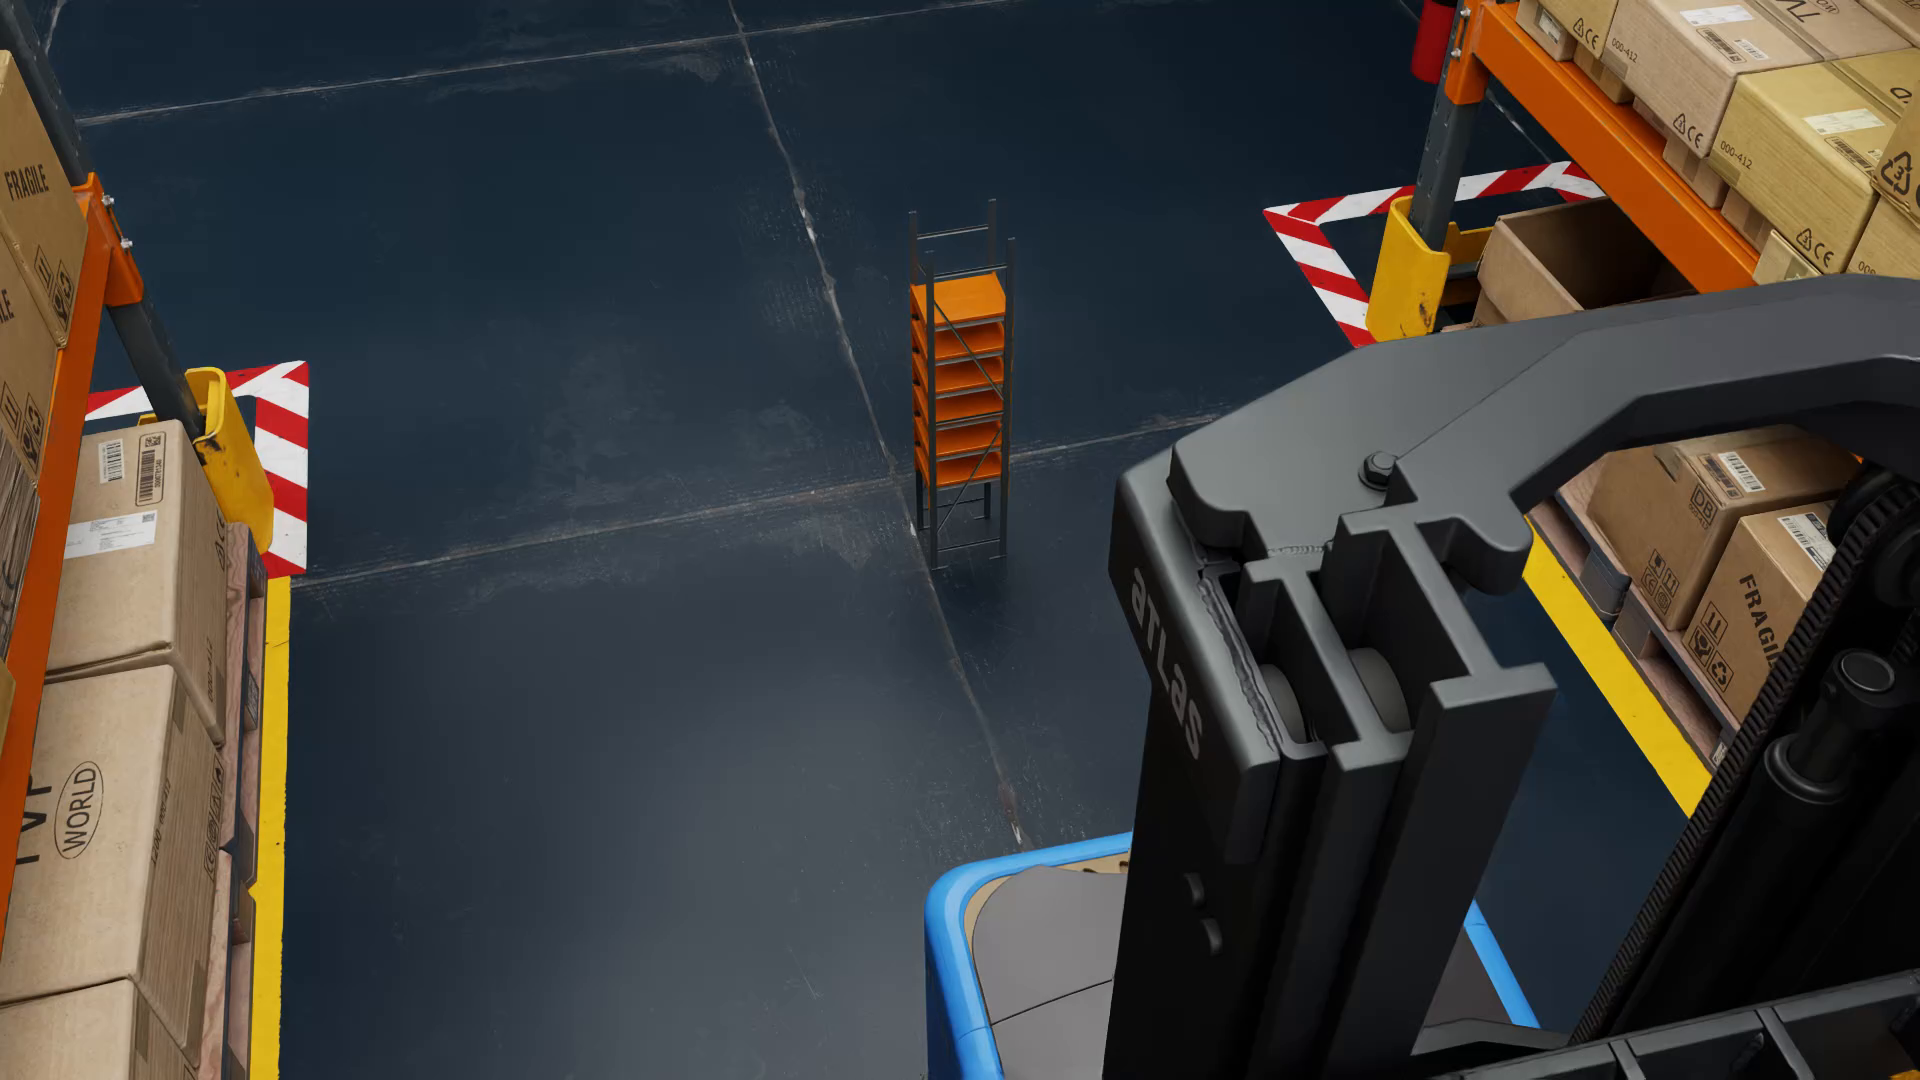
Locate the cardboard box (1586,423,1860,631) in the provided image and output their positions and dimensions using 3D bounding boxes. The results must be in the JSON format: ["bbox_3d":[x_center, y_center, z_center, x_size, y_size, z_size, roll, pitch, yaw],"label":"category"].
[{"bbox_3d":[2.287,-0.141,4.744,0.700,0.500,0.500,-9,46,-9],"label":"cardboard box"}]

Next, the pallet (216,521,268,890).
[{"bbox_3d":[-2.476,0.518,4.594,1.003,0.211,1.213,-11,47,-10],"label":"pallet"}]

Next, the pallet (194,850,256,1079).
[{"bbox_3d":[-2.168,1.359,3.771,1.003,0.211,1.213,-11,47,-10],"label":"pallet"}]

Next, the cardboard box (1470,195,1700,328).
[{"bbox_3d":[2.106,-0.739,5.328,0.797,0.503,0.637,-12,47,-12],"label":"cardboard box"}]

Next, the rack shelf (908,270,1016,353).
[{"bbox_3d":[0.004,-0.631,4.586,0.258,0.103,0.180,-11,47,-10],"label":"rack shelf"}]

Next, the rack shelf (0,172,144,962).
[{"bbox_3d":[-2.245,0.637,3.029,1.077,0.370,4.000,-11,47,-10],"label":"rack shelf"}]

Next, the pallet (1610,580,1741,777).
[{"bbox_3d":[2.574,0.514,4.599,1.003,0.211,1.213,-11,47,-10],"label":"pallet"}]

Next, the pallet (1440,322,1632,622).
[{"bbox_3d":[2.265,-0.327,5.423,1.003,0.211,1.213,-11,47,-10],"label":"pallet"}]

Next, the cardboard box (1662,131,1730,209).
[{"bbox_3d":[2.076,-1.013,4.318,0.380,0.149,0.250,-9,46,-9],"label":"cardboard box"}]

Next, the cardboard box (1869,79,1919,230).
[{"bbox_3d":[2.281,-0.822,3.327,0.500,0.500,0.500,-10,46,-9],"label":"cardboard box"}]

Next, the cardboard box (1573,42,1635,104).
[{"bbox_3d":[1.969,-1.374,4.672,0.380,0.149,0.250,-10,46,-9],"label":"cardboard box"}]

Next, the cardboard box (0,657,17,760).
[{"bbox_3d":[-1.977,0.311,2.775,0.500,0.500,0.500,-9,46,-9],"label":"cardboard box"}]

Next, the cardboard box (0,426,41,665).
[{"bbox_3d":[-2.122,-0.043,3.122,0.500,0.500,0.500,-9,46,-9],"label":"cardboard box"}]

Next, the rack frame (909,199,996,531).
[{"bbox_3d":[-0.020,-0.473,4.874,0.240,1.200,0.006,-11,47,-10],"label":"rack frame"}]

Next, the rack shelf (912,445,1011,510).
[{"bbox_3d":[0.004,-0.211,5.015,0.258,0.103,0.180,-11,47,-10],"label":"rack shelf"}]

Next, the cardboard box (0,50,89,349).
[{"bbox_3d":[-2.377,-0.746,3.811,0.500,0.500,0.500,-10,47,-10],"label":"cardboard box"}]

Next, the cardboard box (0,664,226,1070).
[{"bbox_3d":[-2.249,0.822,3.844,0.875,0.438,0.875,-10,46,-9],"label":"cardboard box"}]

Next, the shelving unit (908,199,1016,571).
[{"bbox_3d":[0.004,-0.410,4.812,0.258,1.200,0.189,-11,47,-10],"label":"shelving unit"}]

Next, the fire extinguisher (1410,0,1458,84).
[{"bbox_3d":[1.556,-1.765,5.195,0.296,0.674,0.183,-11,47,-10],"label":"fire extinguisher"}]

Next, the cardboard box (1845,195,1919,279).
[{"bbox_3d":[2.310,-0.548,3.584,0.500,0.250,0.500,-12,47,-11],"label":"cardboard box"}]

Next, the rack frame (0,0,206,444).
[{"bbox_3d":[-2.757,-0.996,4.125,1.000,3.000,0.127,-11,47,-10],"label":"rack frame"}]

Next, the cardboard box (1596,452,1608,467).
[{"bbox_3d":[2.177,-0.315,5.160,0.380,0.149,0.250,-12,47,-12],"label":"cardboard box"}]

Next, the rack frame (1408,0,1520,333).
[{"bbox_3d":[2.041,-1.906,5.017,1.000,3.000,0.127,-11,47,-10],"label":"rack frame"}]

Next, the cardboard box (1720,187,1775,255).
[{"bbox_3d":[2.149,-0.830,4.140,0.380,0.149,0.250,-10,46,-10],"label":"cardboard box"}]

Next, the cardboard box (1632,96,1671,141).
[{"bbox_3d":[2.070,-1.198,4.500,0.380,0.149,0.250,-11,47,-11],"label":"cardboard box"}]

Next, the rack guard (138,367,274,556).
[{"bbox_3d":[-2.763,-0.137,5.034,1.175,0.500,0.348,-11,47,-10],"label":"rack guard"}]

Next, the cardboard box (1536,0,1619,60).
[{"bbox_3d":[1.896,-1.595,4.609,0.500,0.250,0.500,-10,47,-10],"label":"cardboard box"}]

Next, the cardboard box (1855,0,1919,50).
[{"bbox_3d":[2.546,-1.332,4.352,0.500,0.250,0.500,-11,47,-10],"label":"cardboard box"}]

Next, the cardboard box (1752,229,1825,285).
[{"bbox_3d":[2.141,-0.642,3.955,0.380,0.149,0.250,-12,47,-11],"label":"cardboard box"}]

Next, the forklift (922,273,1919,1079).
[{"bbox_3d":[0.743,1.303,1.921,1.130,2.935,3.031,-9,46,-9],"label":"forklift"}]

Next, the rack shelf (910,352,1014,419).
[{"bbox_3d":[0.004,-0.463,4.758,0.258,0.103,0.180,-11,47,-10],"label":"rack shelf"}]

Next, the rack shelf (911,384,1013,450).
[{"bbox_3d":[0.004,-0.379,4.843,0.258,0.103,0.180,-11,47,-10],"label":"rack shelf"}]

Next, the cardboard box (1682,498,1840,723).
[{"bbox_3d":[2.326,0.242,4.368,0.500,0.500,0.500,-10,46,-10],"label":"cardboard box"}]

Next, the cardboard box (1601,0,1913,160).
[{"bbox_3d":[2.026,-1.247,4.268,0.500,0.250,0.500,-10,46,-10],"label":"cardboard box"}]

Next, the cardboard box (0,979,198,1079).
[{"bbox_3d":[-2.019,1.445,3.234,0.875,0.438,0.875,-12,47,-11],"label":"cardboard box"}]

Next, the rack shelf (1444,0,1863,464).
[{"bbox_3d":[2.553,-0.273,3.921,1.077,0.370,4.000,-11,47,-10],"label":"rack shelf"}]

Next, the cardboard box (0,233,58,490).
[{"bbox_3d":[-2.263,-0.397,3.469,0.500,0.500,0.500,-12,47,-11],"label":"cardboard box"}]

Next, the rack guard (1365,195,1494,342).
[{"bbox_3d":[2.060,-0.978,5.859,1.175,0.500,0.348,-11,47,-10],"label":"rack guard"}]

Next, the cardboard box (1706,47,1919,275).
[{"bbox_3d":[2.159,-0.897,3.926,0.500,0.250,0.500,-12,47,-11],"label":"cardboard box"}]

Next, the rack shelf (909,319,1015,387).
[{"bbox_3d":[0.004,-0.547,4.672,0.258,0.103,0.180,-11,47,-10],"label":"rack shelf"}]

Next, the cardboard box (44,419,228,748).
[{"bbox_3d":[-2.491,0.192,4.462,0.875,0.438,0.875,-12,47,-12],"label":"cardboard box"}]

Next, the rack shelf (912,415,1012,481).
[{"bbox_3d":[0.004,-0.295,4.929,0.258,0.103,0.180,-11,47,-10],"label":"rack shelf"}]

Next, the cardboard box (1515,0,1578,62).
[{"bbox_3d":[1.860,-1.541,4.836,0.380,0.149,0.250,-11,47,-11],"label":"cardboard box"}]

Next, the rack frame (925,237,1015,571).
[{"bbox_3d":[0.027,-0.347,4.750,0.240,1.200,0.006,-11,47,-10],"label":"rack frame"}]
